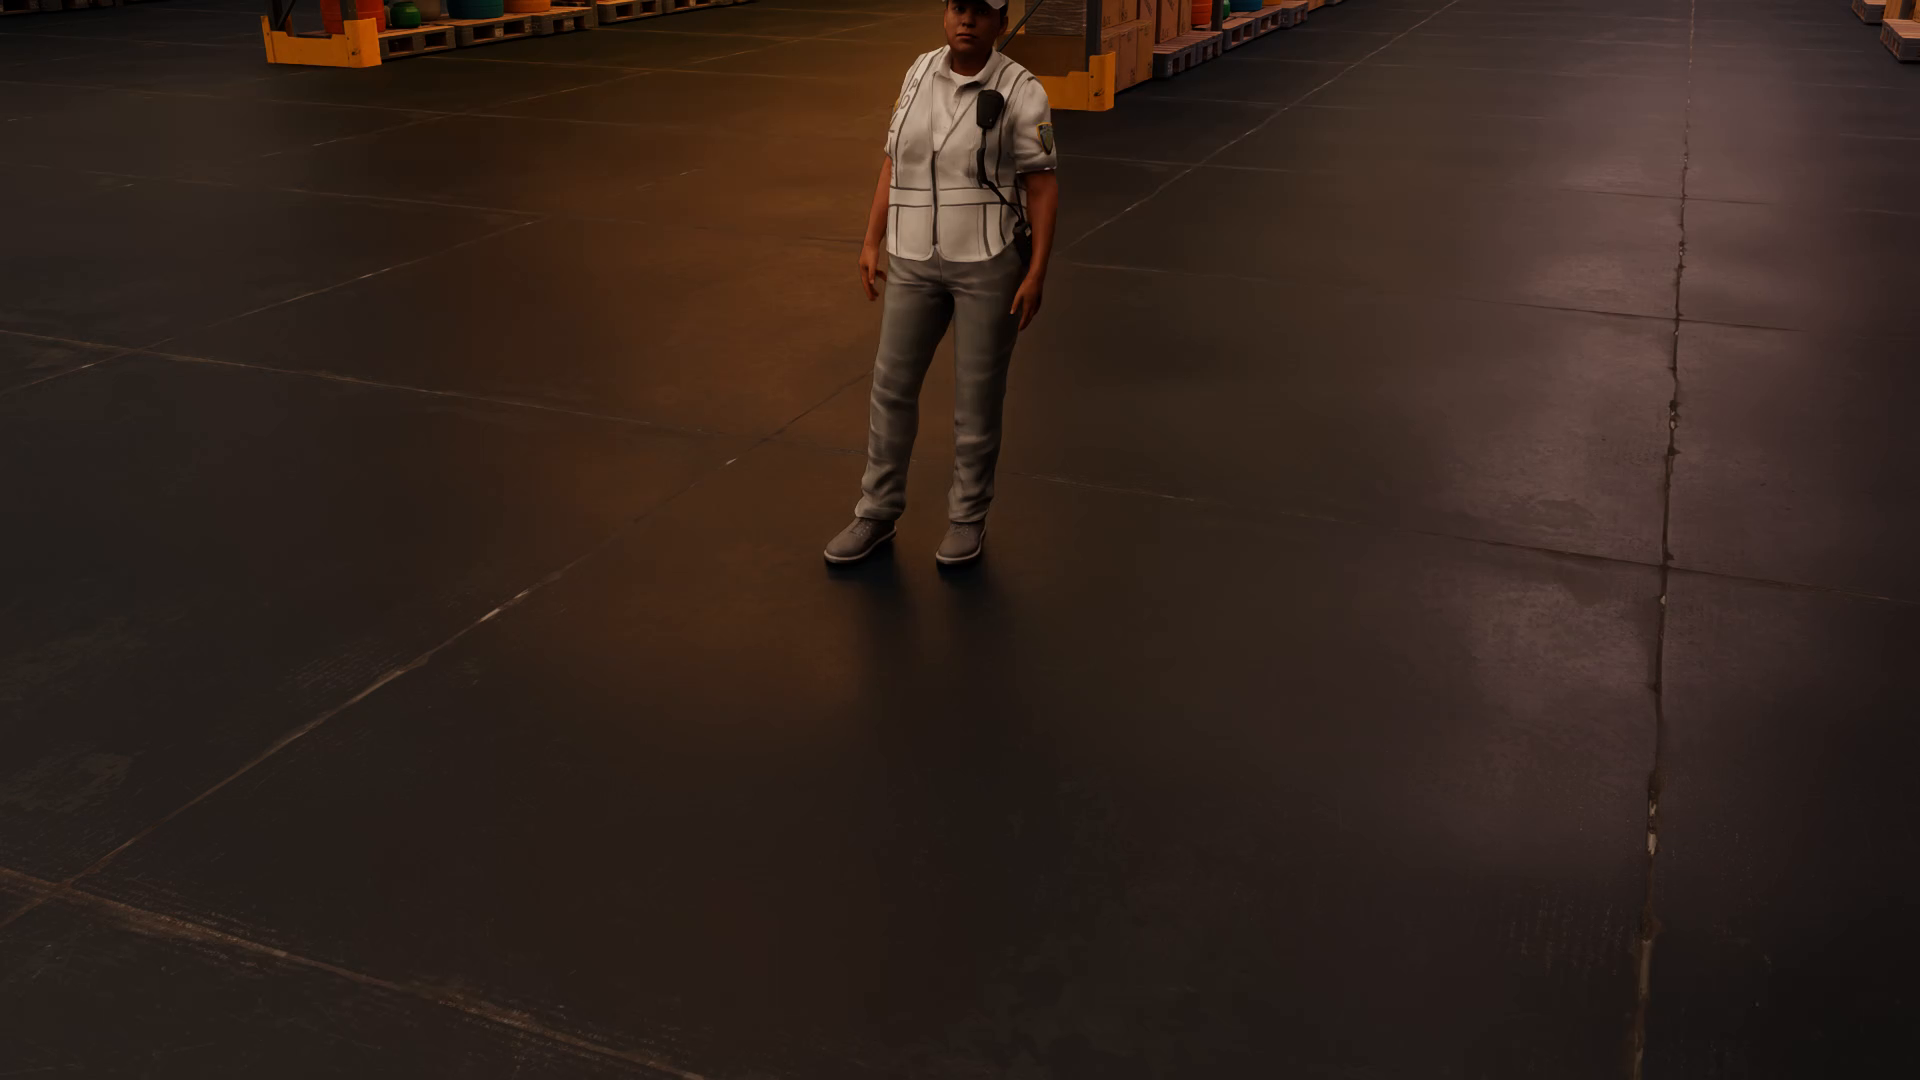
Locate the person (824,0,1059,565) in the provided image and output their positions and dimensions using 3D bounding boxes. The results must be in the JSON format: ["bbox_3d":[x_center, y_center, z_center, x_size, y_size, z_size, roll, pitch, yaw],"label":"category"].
[{"bbox_3d":[-0.051,-0.751,4.712,0.598,1.670,0.529,9,24,21],"label":"person"}]
